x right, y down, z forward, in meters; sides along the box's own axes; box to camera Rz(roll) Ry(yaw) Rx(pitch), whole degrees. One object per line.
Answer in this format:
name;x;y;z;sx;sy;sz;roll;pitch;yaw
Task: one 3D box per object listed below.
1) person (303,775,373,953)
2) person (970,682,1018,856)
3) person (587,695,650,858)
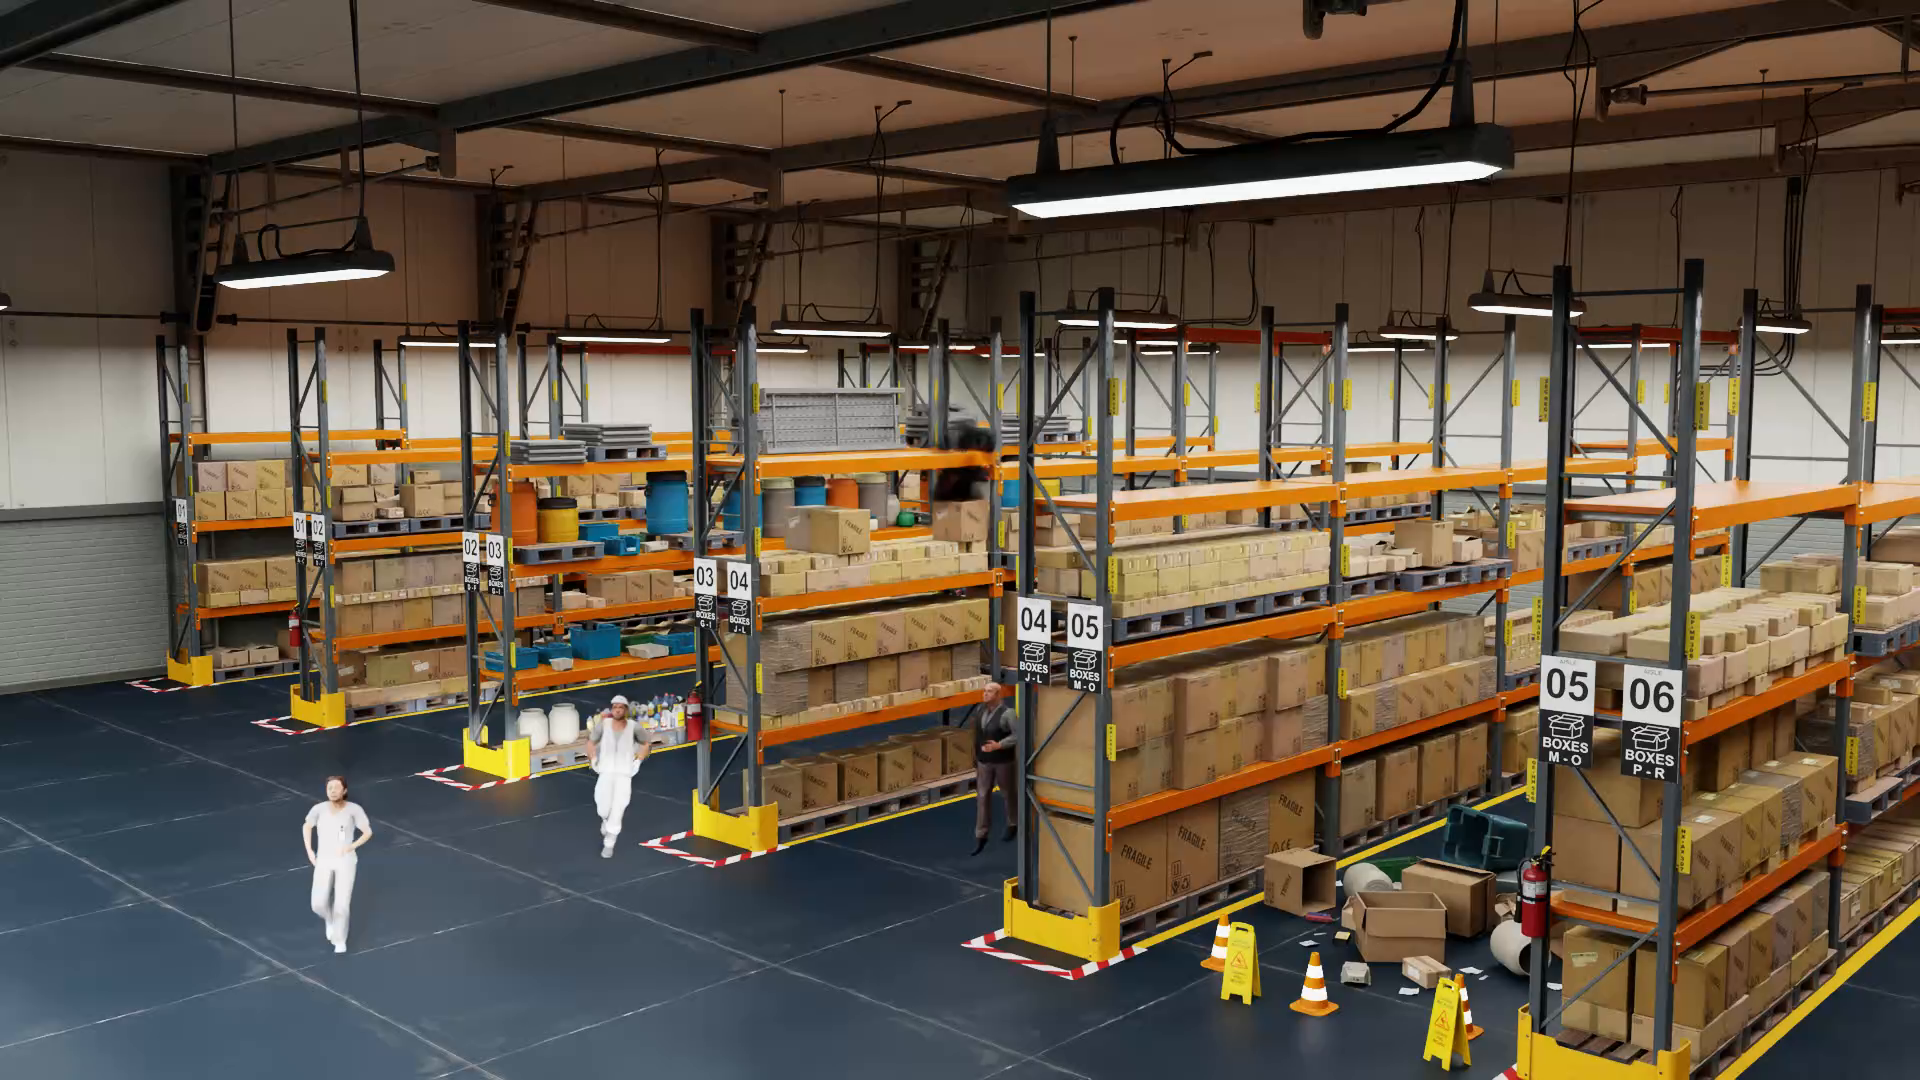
person;-5.642;2.940;15.023;0.622;1.625;0.472;-1;5;-7
person;0.406;2.383;17.546;0.650;1.794;0.767;4;6;34
person;-3.780;2.574;18.408;0.684;1.750;0.752;0;5;-5
